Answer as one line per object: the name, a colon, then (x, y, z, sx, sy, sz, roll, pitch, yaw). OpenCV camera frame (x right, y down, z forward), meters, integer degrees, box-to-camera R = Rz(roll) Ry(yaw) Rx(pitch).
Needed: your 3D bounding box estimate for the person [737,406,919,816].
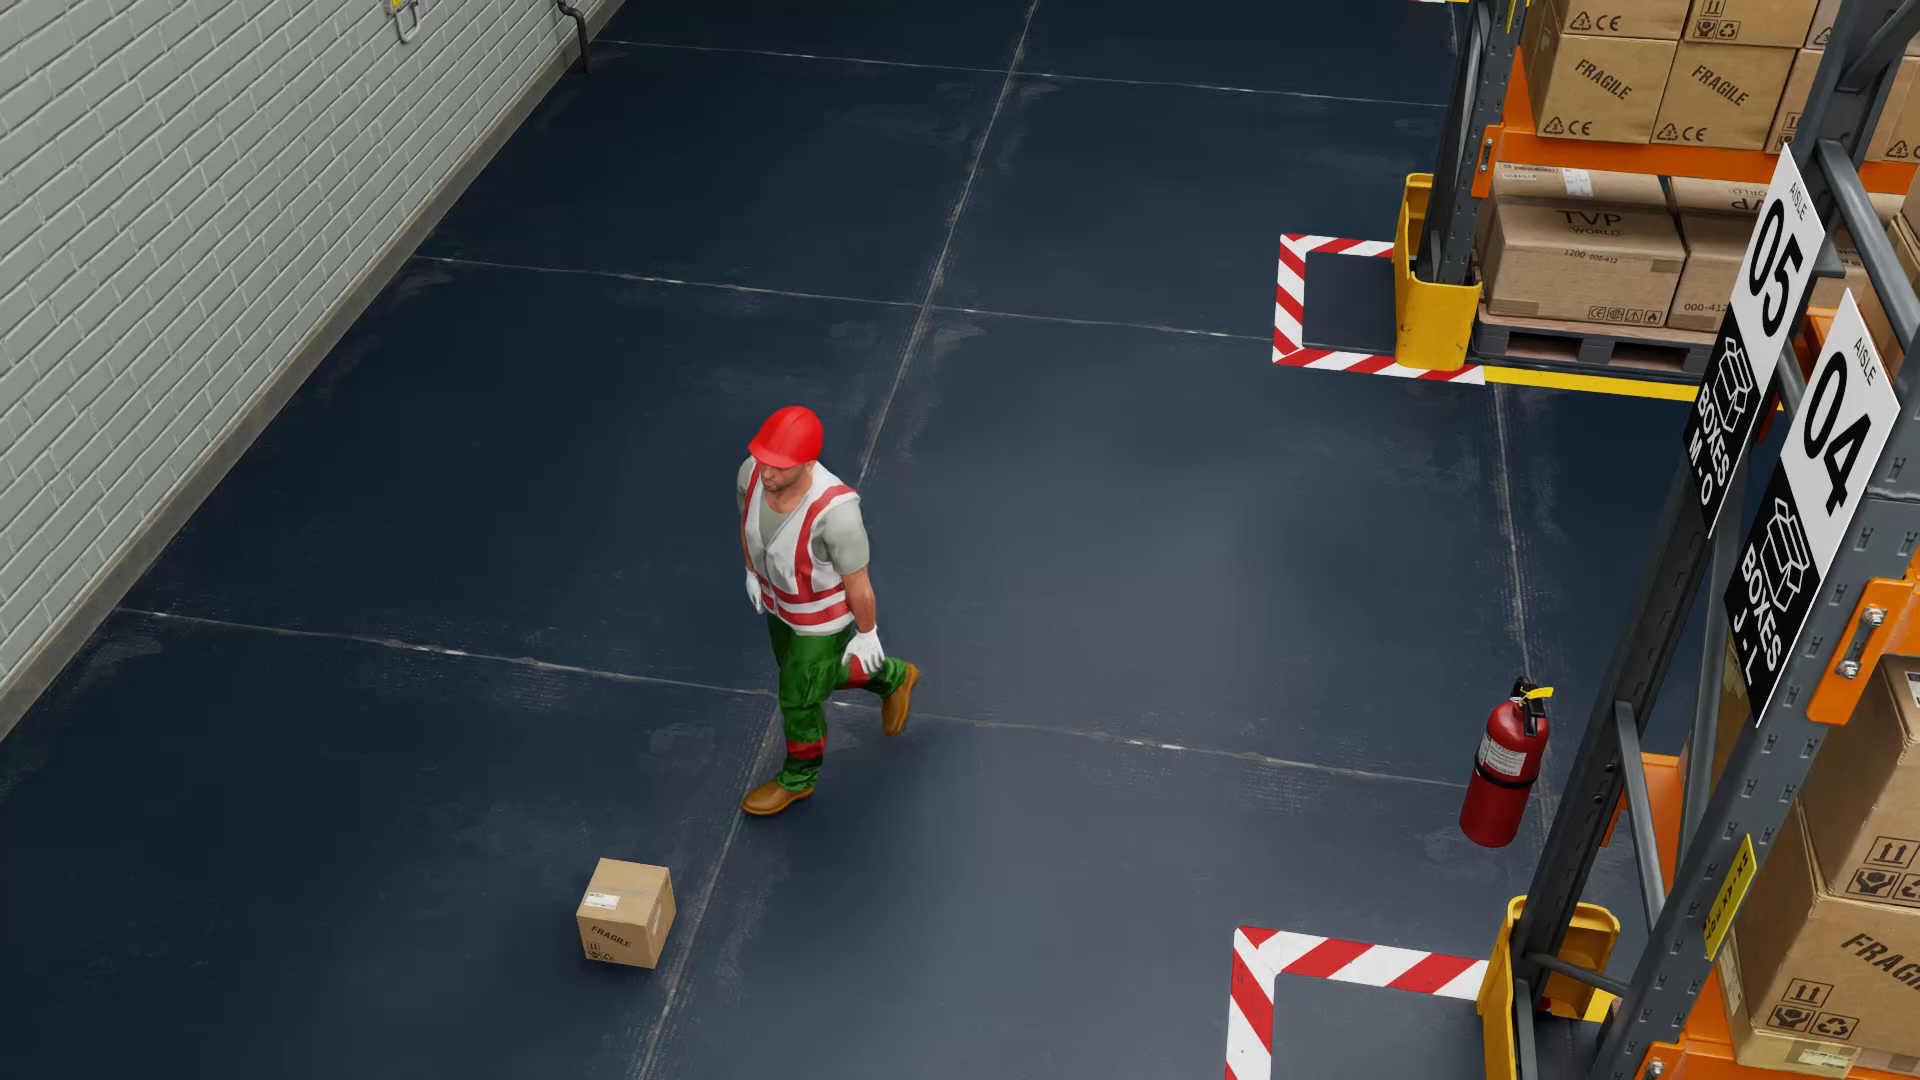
person: (-0.491, 0.204, 5.901, 0.838, 1.769, 0.605, -28, 48, -29)
